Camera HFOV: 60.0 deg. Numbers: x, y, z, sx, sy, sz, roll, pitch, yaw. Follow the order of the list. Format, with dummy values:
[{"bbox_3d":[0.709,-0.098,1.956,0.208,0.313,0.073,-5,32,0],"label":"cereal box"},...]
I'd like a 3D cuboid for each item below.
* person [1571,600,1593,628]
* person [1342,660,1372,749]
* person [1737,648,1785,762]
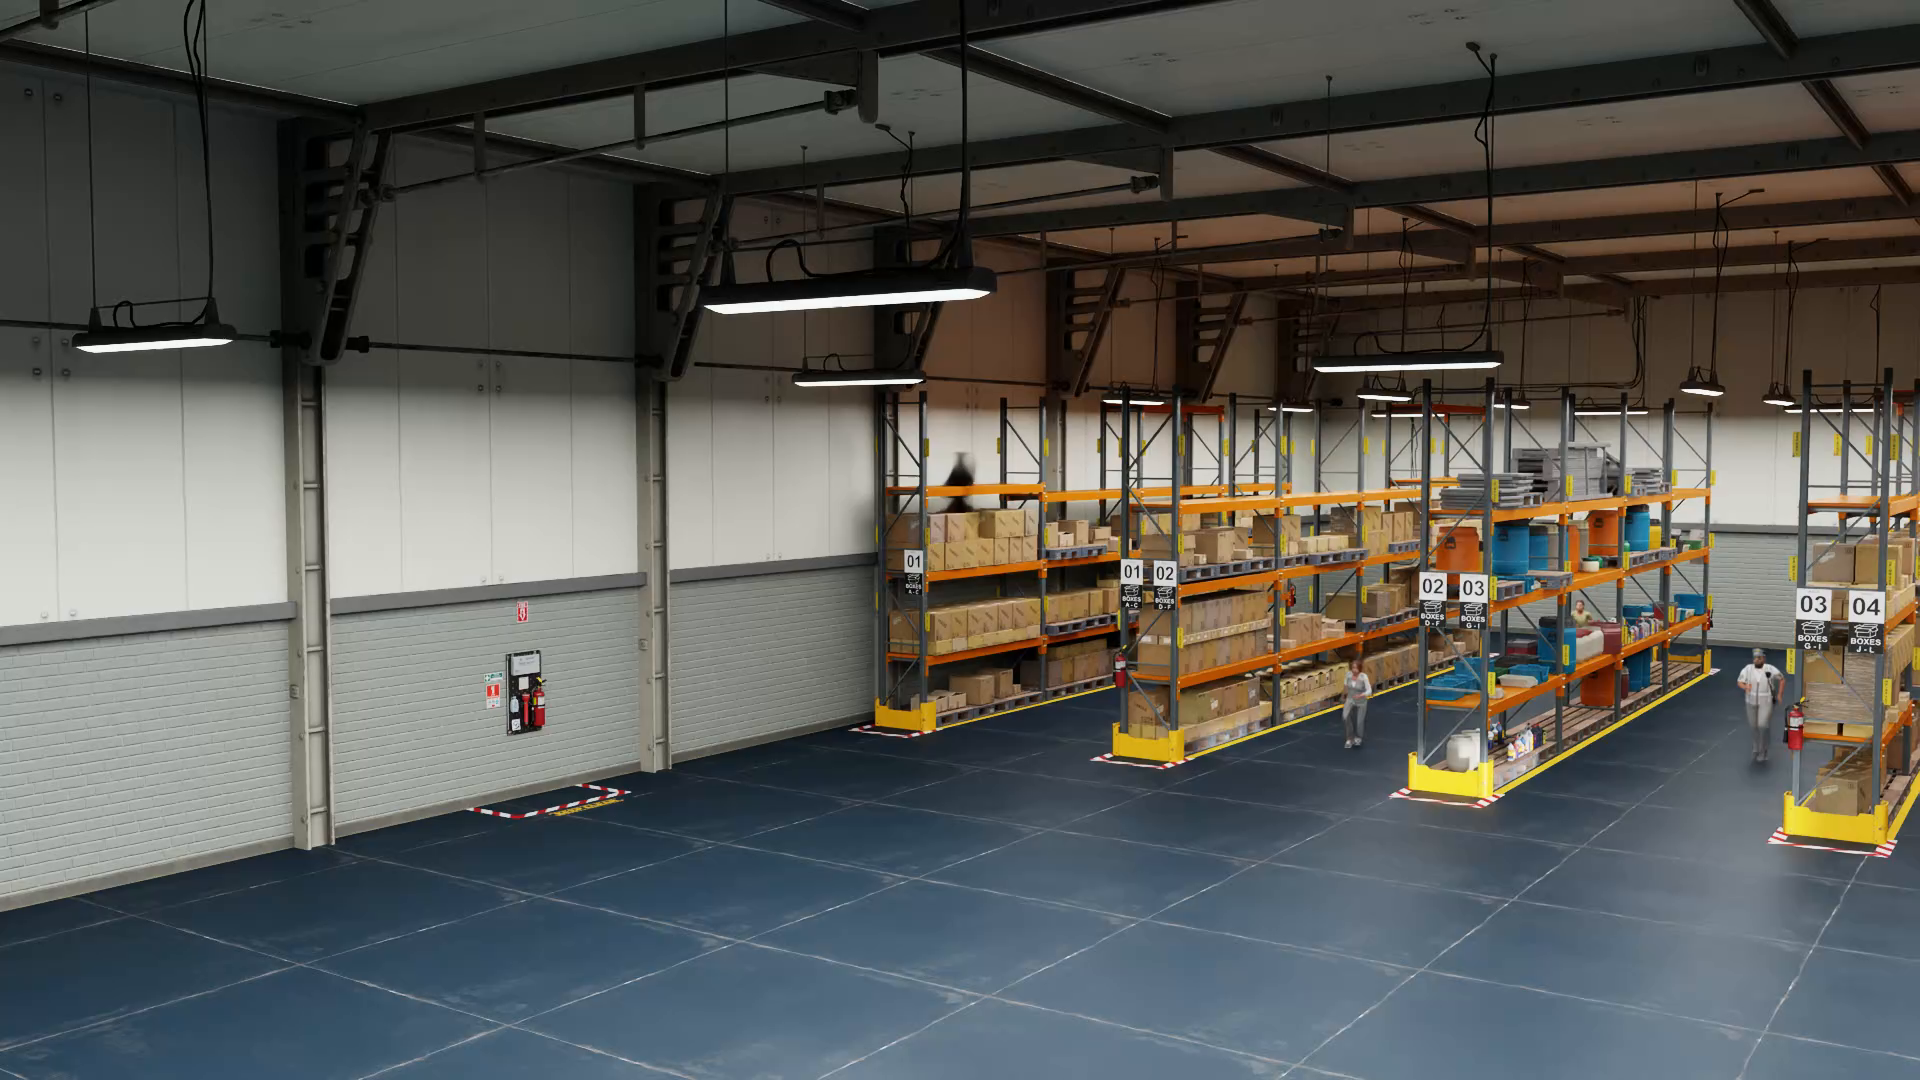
[{"bbox_3d":[13.858,2.136,37.170,0.582,1.622,0.780,1,3,25],"label":"person"},{"bbox_3d":[6.606,2.720,27.662,0.540,1.502,0.931,1,3,24],"label":"person"},{"bbox_3d":[12.838,2.647,26.701,0.648,1.837,0.852,2,4,37],"label":"person"}]
